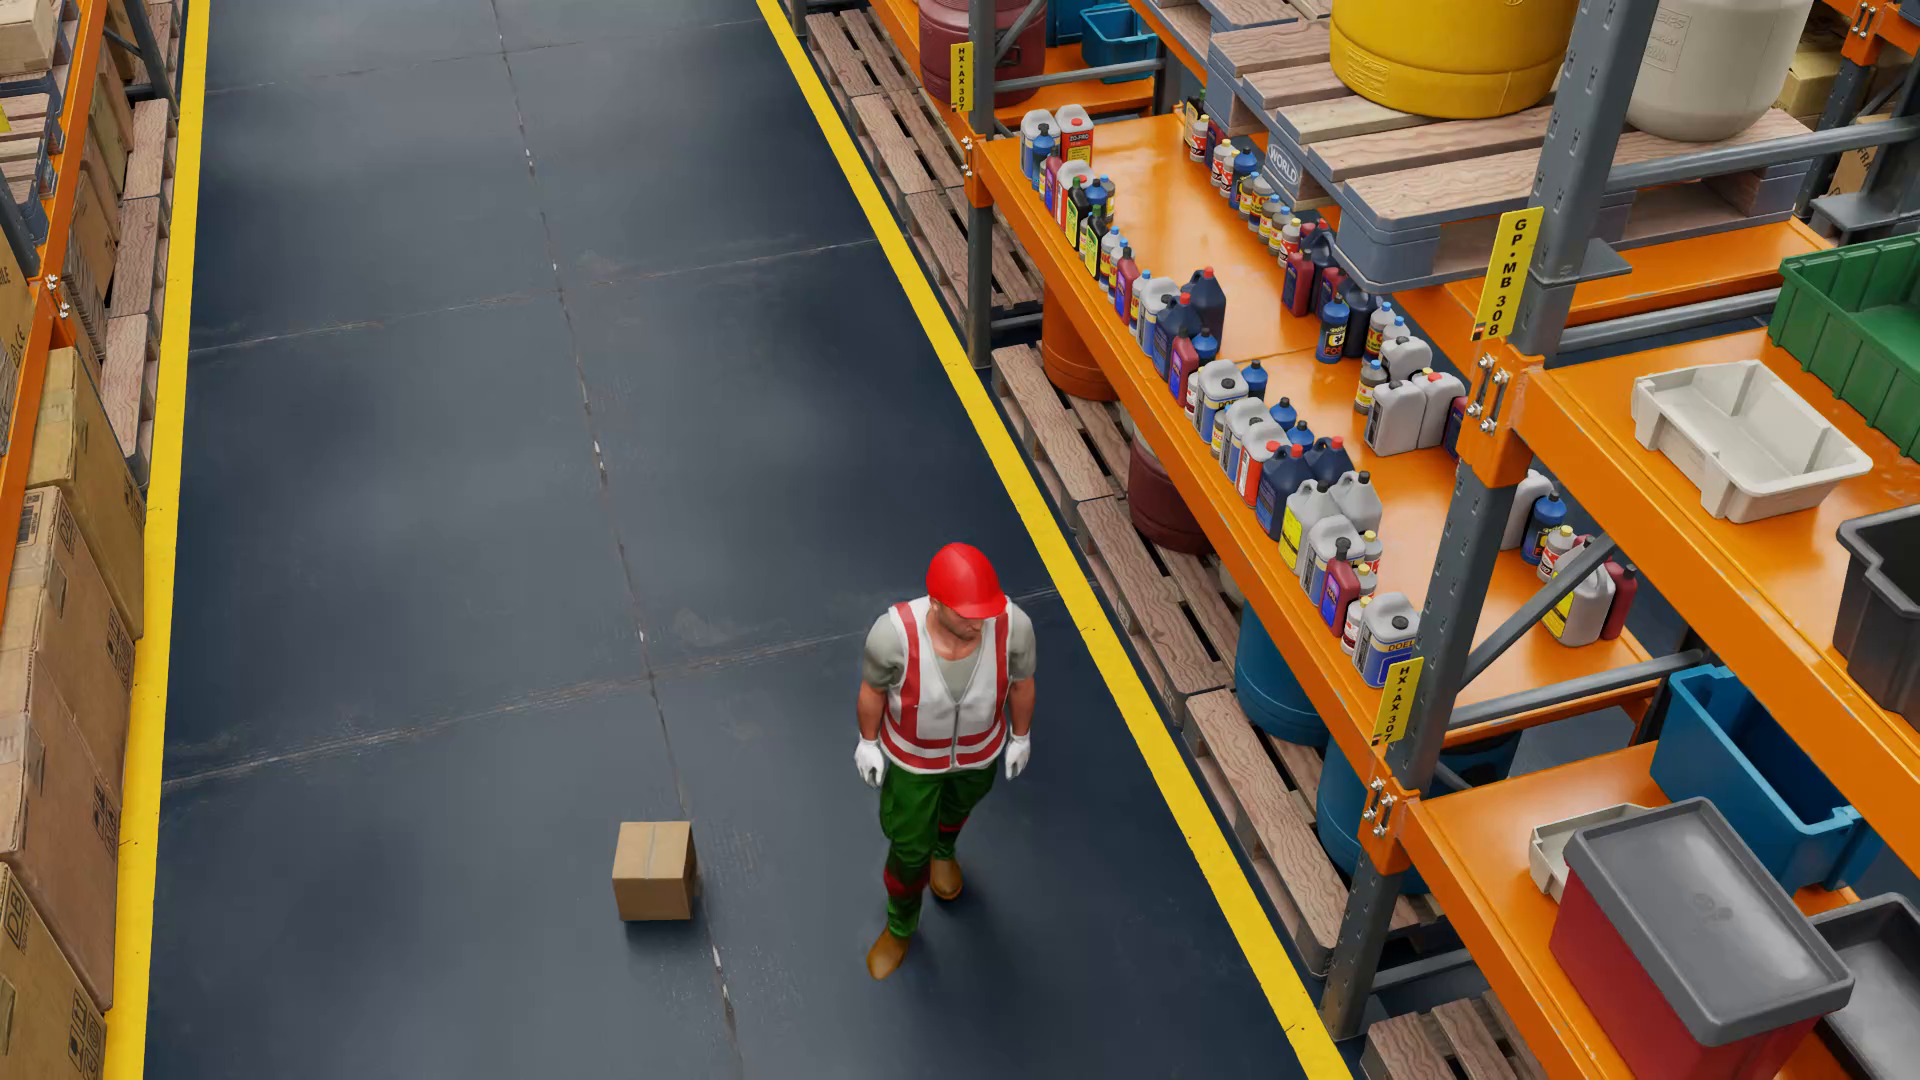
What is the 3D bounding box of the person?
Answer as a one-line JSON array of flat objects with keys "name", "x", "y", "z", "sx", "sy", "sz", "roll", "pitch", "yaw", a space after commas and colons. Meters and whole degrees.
[{"name": "person", "x": -0.072, "y": 0.660, "z": 5.426, "sx": 0.618, "sy": 1.836, "sz": 0.537, "roll": -9, "pitch": 43, "yaw": -10}]
